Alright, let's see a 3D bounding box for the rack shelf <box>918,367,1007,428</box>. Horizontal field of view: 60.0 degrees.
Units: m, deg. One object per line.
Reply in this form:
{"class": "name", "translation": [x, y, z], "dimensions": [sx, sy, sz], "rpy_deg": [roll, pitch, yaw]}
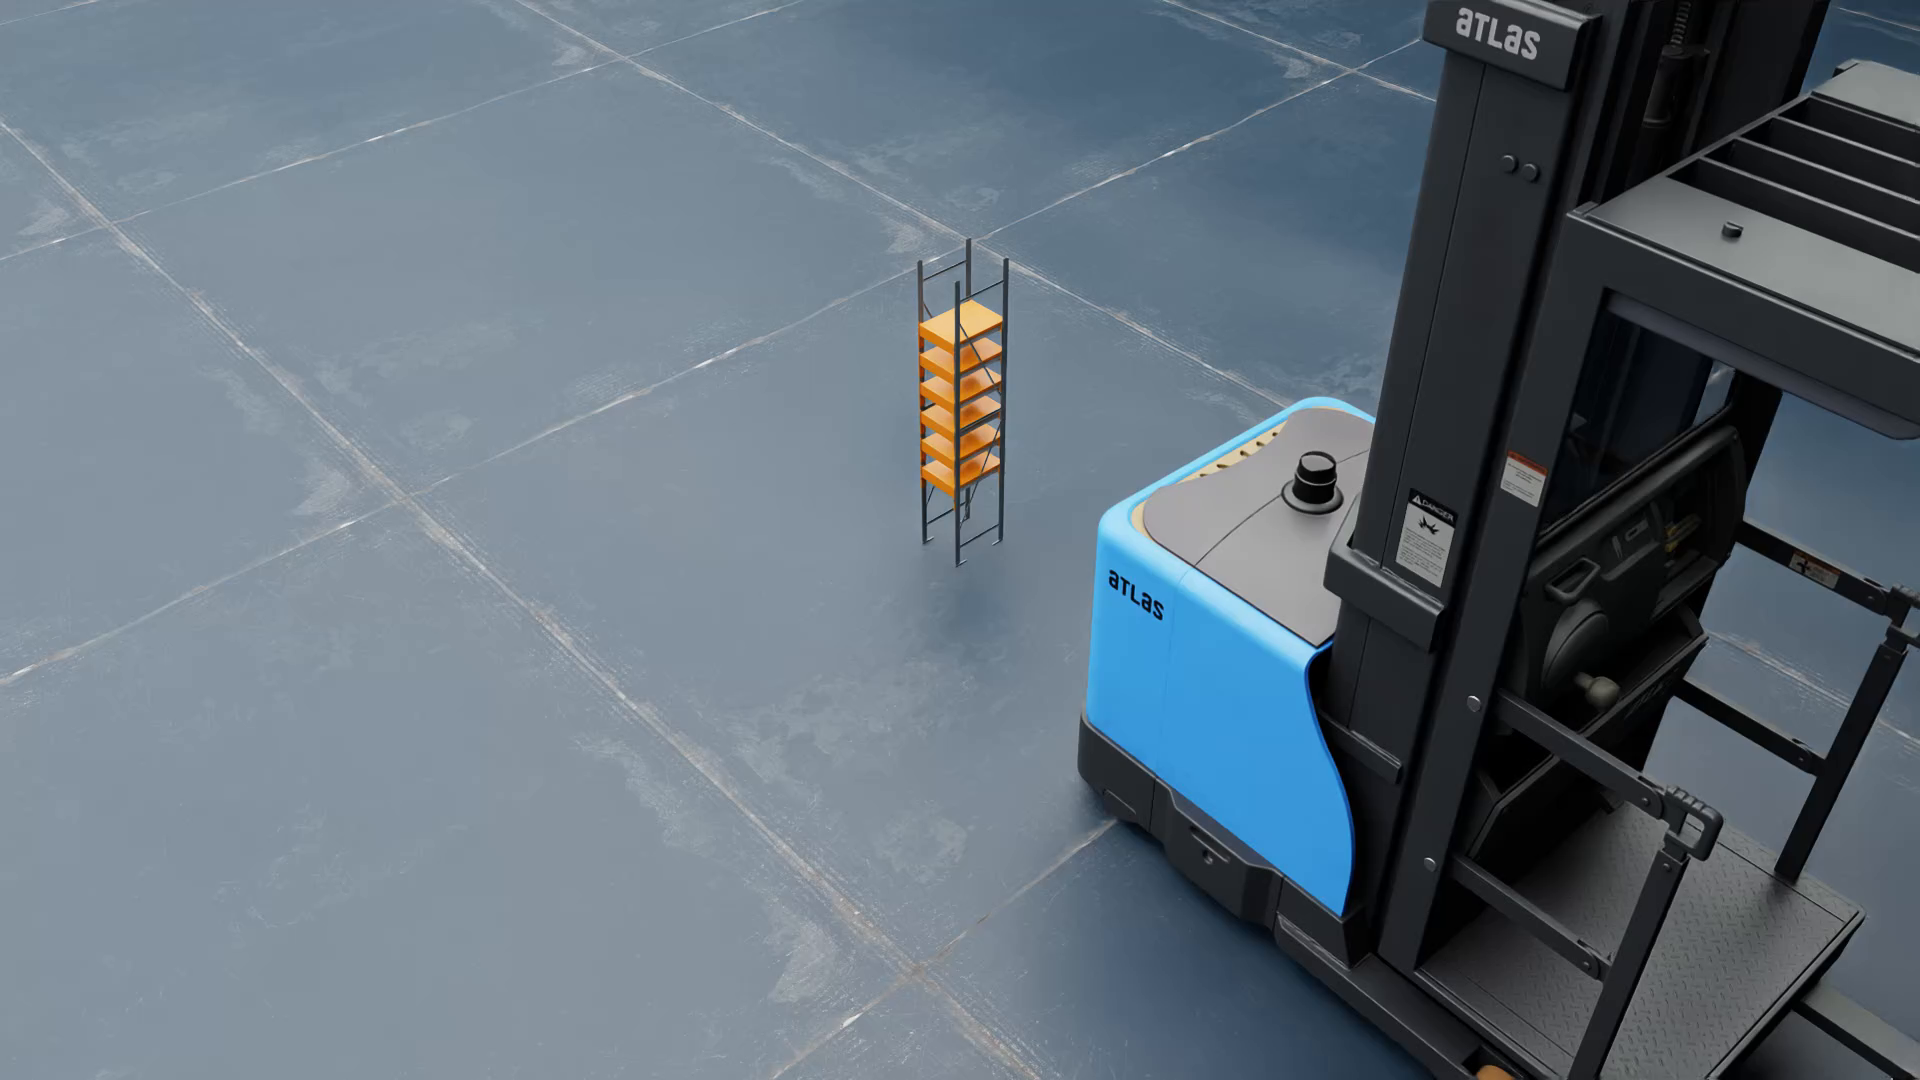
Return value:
{"class": "rack shelf", "translation": [0.010, -0.519, 5.817], "dimensions": [0.258, 0.103, 0.180], "rpy_deg": [-30, 48, -32]}

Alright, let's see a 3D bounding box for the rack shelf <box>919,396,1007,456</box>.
{"class": "rack shelf", "translation": [0.010, -0.426, 5.893], "dimensions": [0.258, 0.103, 0.180], "rpy_deg": [-30, 48, -32]}

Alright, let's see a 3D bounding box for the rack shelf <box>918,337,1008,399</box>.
{"class": "rack shelf", "translation": [0.010, -0.612, 5.742], "dimensions": [0.258, 0.103, 0.180], "rpy_deg": [-30, 48, -32]}

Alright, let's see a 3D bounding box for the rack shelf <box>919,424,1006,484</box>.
{"class": "rack shelf", "translation": [0.010, -0.332, 5.968], "dimensions": [0.258, 0.103, 0.180], "rpy_deg": [-30, 48, -32]}

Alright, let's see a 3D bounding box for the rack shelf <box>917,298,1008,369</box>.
{"class": "rack shelf", "translation": [0.010, -0.706, 5.666], "dimensions": [0.258, 0.103, 0.180], "rpy_deg": [-30, 48, -32]}

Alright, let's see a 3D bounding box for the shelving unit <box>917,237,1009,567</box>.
{"class": "shelving unit", "translation": [0.010, -0.460, 5.865], "dimensions": [0.258, 1.200, 0.189], "rpy_deg": [-30, 48, -32]}

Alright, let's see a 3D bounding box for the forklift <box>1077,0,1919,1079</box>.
{"class": "forklift", "translation": [1.713, 0.128, 3.759], "dimensions": [1.130, 2.935, 3.031], "rpy_deg": [-28, 47, -31]}

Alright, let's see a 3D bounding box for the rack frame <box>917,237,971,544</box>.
{"class": "rack frame", "translation": [-0.052, -0.502, 5.917], "dimensions": [0.240, 1.200, 0.006], "rpy_deg": [-30, 48, -32]}

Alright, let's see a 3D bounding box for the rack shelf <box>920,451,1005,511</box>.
{"class": "rack shelf", "translation": [0.010, -0.239, 6.043], "dimensions": [0.258, 0.103, 0.180], "rpy_deg": [-30, 48, -32]}

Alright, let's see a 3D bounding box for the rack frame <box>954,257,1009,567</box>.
{"class": "rack frame", "translation": [0.072, -0.418, 5.812], "dimensions": [0.240, 1.200, 0.006], "rpy_deg": [-30, 48, -32]}
